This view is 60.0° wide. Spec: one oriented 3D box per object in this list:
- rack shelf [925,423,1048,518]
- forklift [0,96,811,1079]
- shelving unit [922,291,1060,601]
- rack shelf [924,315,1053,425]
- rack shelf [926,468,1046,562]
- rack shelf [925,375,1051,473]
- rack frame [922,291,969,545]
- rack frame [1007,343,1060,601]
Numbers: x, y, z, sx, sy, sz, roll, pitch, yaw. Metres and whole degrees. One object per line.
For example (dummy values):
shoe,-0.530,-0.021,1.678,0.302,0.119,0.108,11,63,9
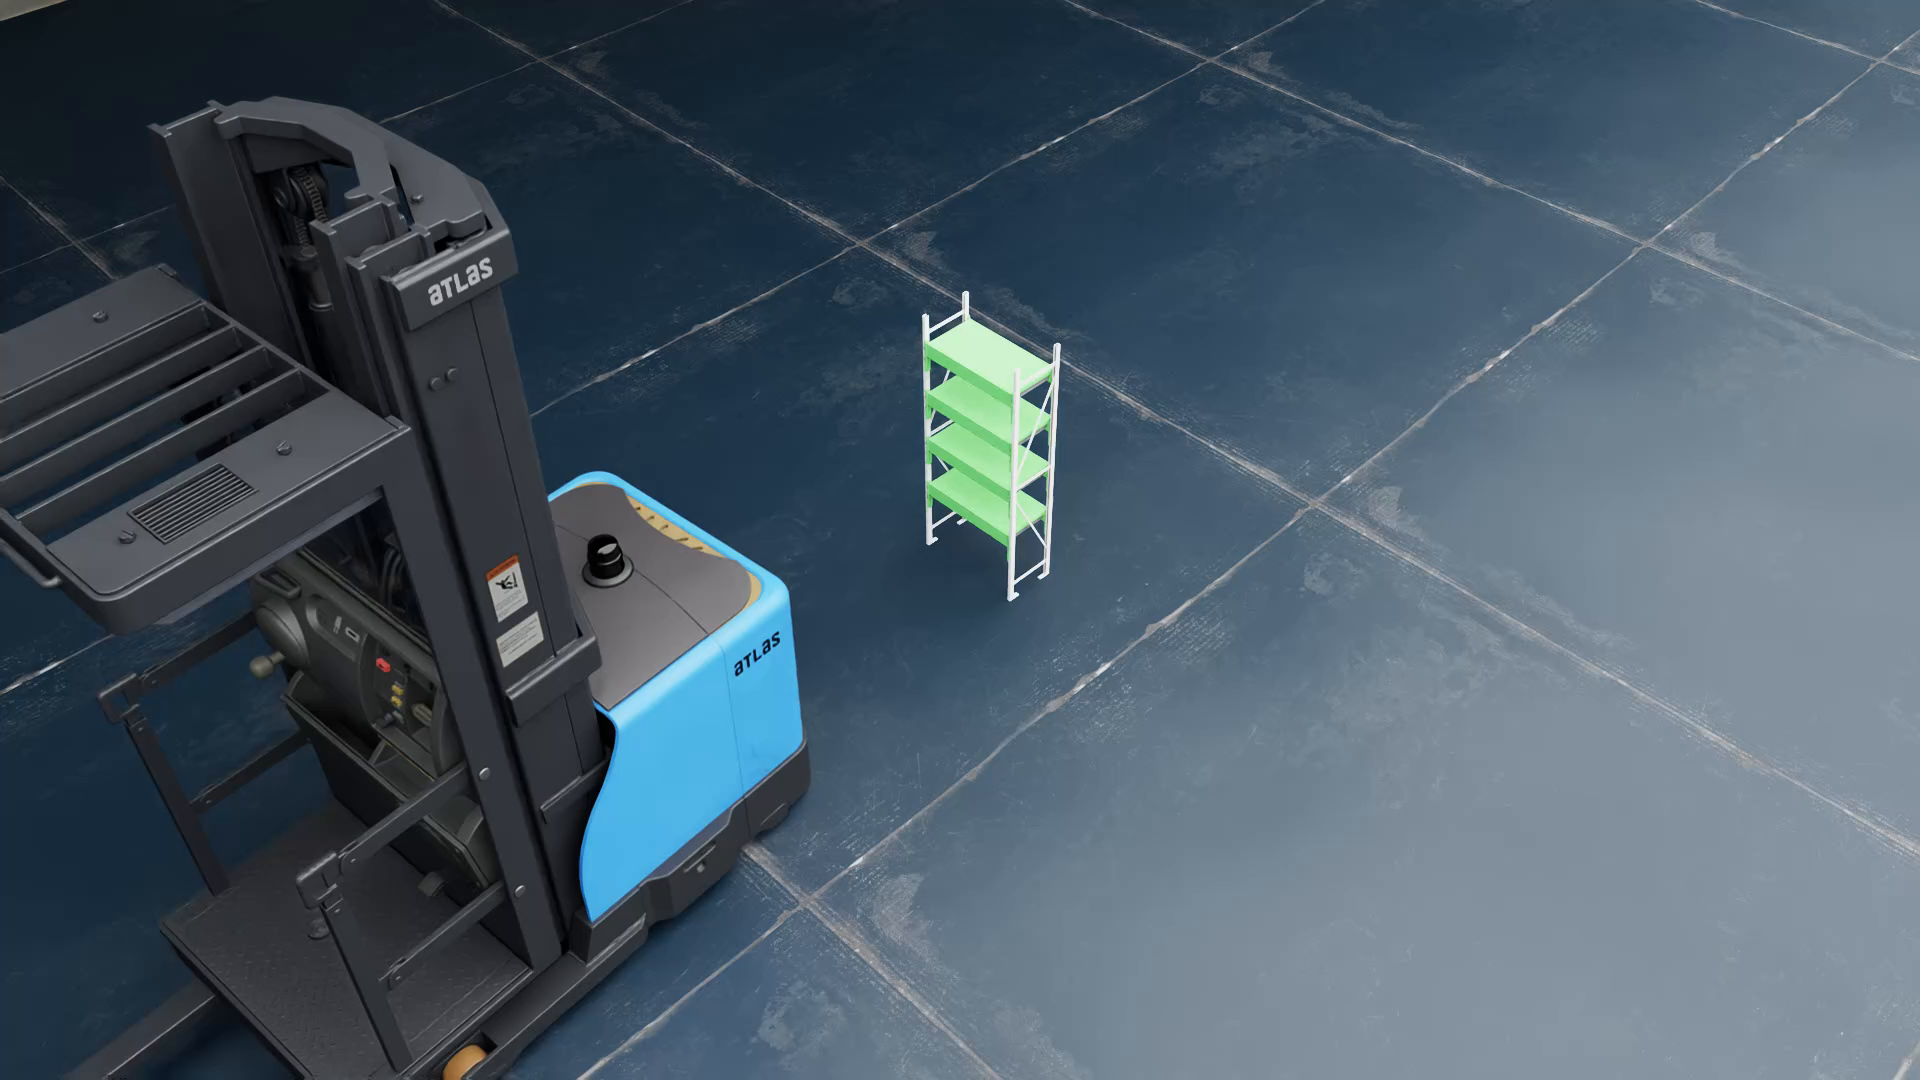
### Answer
rack shelf,0.117,-0.314,6.800,0.258,0.148,0.480,-34,53,-31
forklift,-1.887,0.415,4.641,1.130,2.935,3.031,30,50,28
shelving unit,0.117,-0.361,6.757,0.258,1.200,0.503,-34,53,-31
rack shelf,0.117,-0.667,6.474,0.258,0.148,0.480,-34,53,-31
rack shelf,0.117,-0.138,6.963,0.258,0.148,0.480,-34,53,-31
rack shelf,0.117,-0.490,6.637,0.258,0.148,0.480,-34,53,-31
rack frame,-0.055,-0.478,6.884,0.240,1.200,0.015,-34,53,-31
rack frame,0.289,-0.244,6.630,0.240,1.200,0.015,-34,53,-31
